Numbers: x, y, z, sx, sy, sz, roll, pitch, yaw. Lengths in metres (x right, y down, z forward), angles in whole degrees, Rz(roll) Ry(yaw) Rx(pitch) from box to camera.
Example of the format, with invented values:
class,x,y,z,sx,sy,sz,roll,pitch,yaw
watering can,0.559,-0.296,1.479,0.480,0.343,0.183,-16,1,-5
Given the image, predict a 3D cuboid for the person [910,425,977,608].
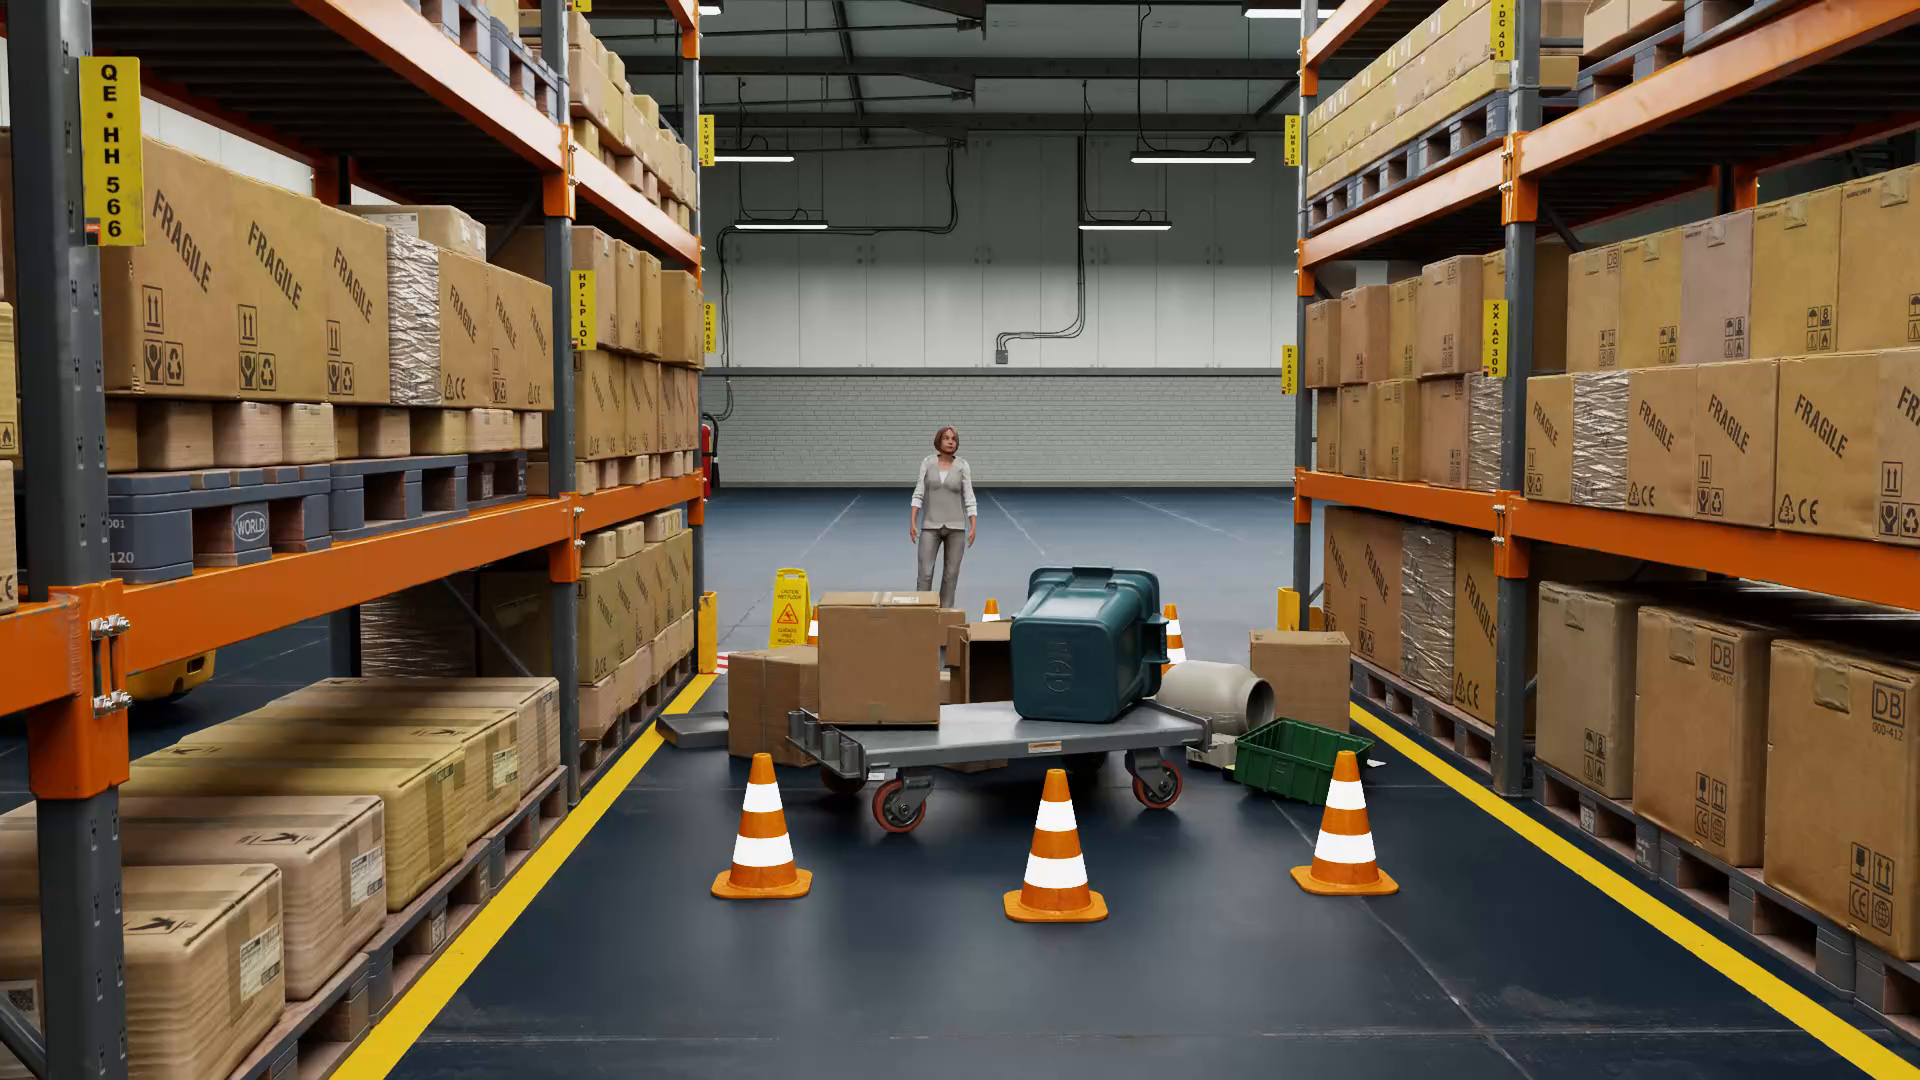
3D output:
class,x,y,z,sx,sy,sz,roll,pitch,yaw
person,-0.132,-0.053,12.368,0.521,1.600,0.472,0,4,-1
